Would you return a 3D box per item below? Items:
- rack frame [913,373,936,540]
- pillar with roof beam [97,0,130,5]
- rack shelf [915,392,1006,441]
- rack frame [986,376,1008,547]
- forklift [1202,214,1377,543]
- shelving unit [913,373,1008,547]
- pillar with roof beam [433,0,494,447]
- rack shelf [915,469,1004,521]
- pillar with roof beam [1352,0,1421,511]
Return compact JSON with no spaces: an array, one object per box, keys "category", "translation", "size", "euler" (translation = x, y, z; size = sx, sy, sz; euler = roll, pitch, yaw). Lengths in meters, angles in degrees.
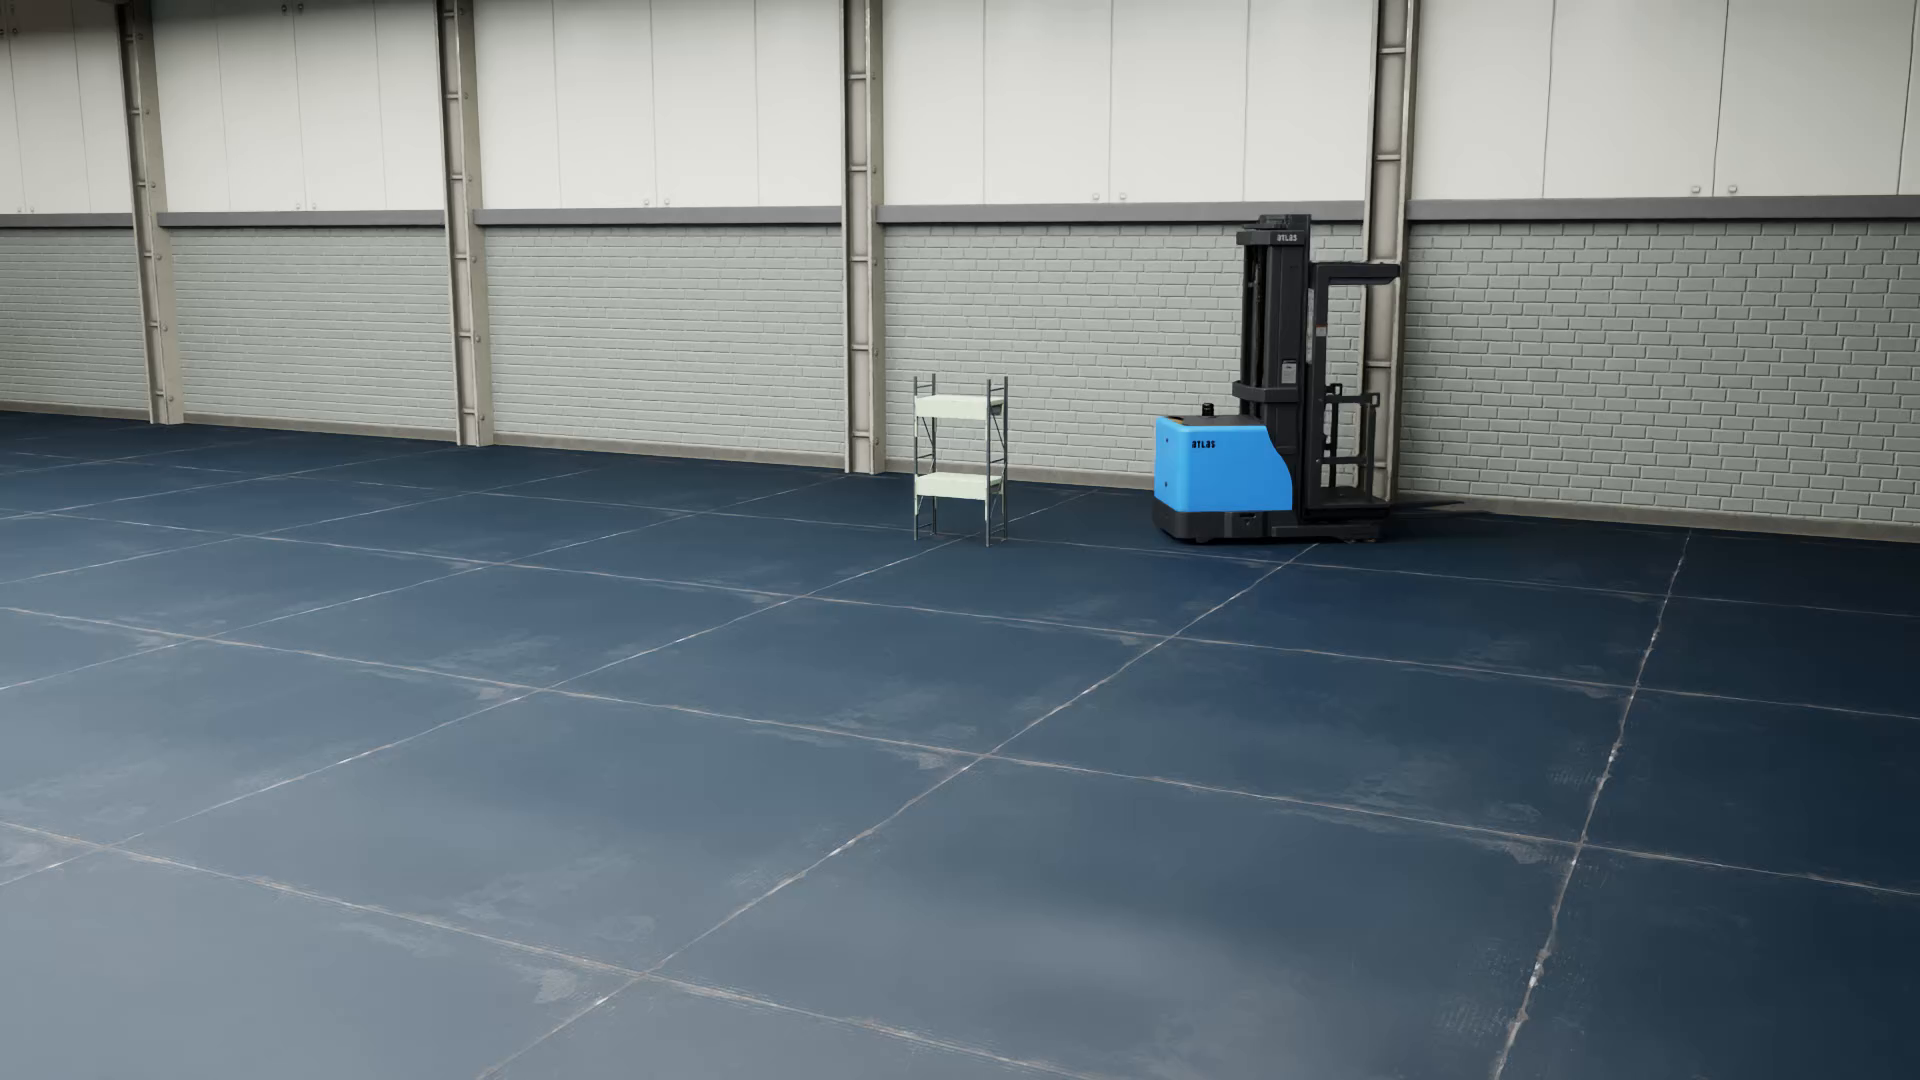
[{"category":"rack frame","translation":[-0.322,-0.766,15.273],"size":[0.023,1.500,0.400],"euler":[5,11,26]},{"category":"pillar with roof beam","translation":[-13.871,-8.424,19.645],"size":[0.548,2.987,8.718],"euler":[5,11,26]},{"category":"rack shelf","translation":[0.006,-1.122,15.044],"size":[0.720,0.370,0.431],"euler":[5,11,26]},{"category":"rack frame","translation":[0.334,-0.709,14.954],"size":[0.023,1.500,0.400],"euler":[5,11,26]},{"category":"forklift","translation":[3.387,-1.506,15.338],"size":[3.031,2.935,1.121],"euler":[-1,10,-7]},{"category":"shelving unit","translation":[0.006,-0.737,15.114],"size":[0.755,1.500,0.431],"euler":[5,11,26]},{"category":"pillar with roof beam","translation":[-8.406,-5.023,17.736],"size":[0.400,9.000,9.100],"euler":[5,11,26]},{"category":"rack shelf","translation":[0.006,-0.417,15.172],"size":[0.720,0.370,0.431],"euler":[5,11,26]},{"category":"pillar with roof beam","translation":[2.356,-4.077,12.512],"size":[0.400,9.000,9.100],"euler":[5,11,26]}]
